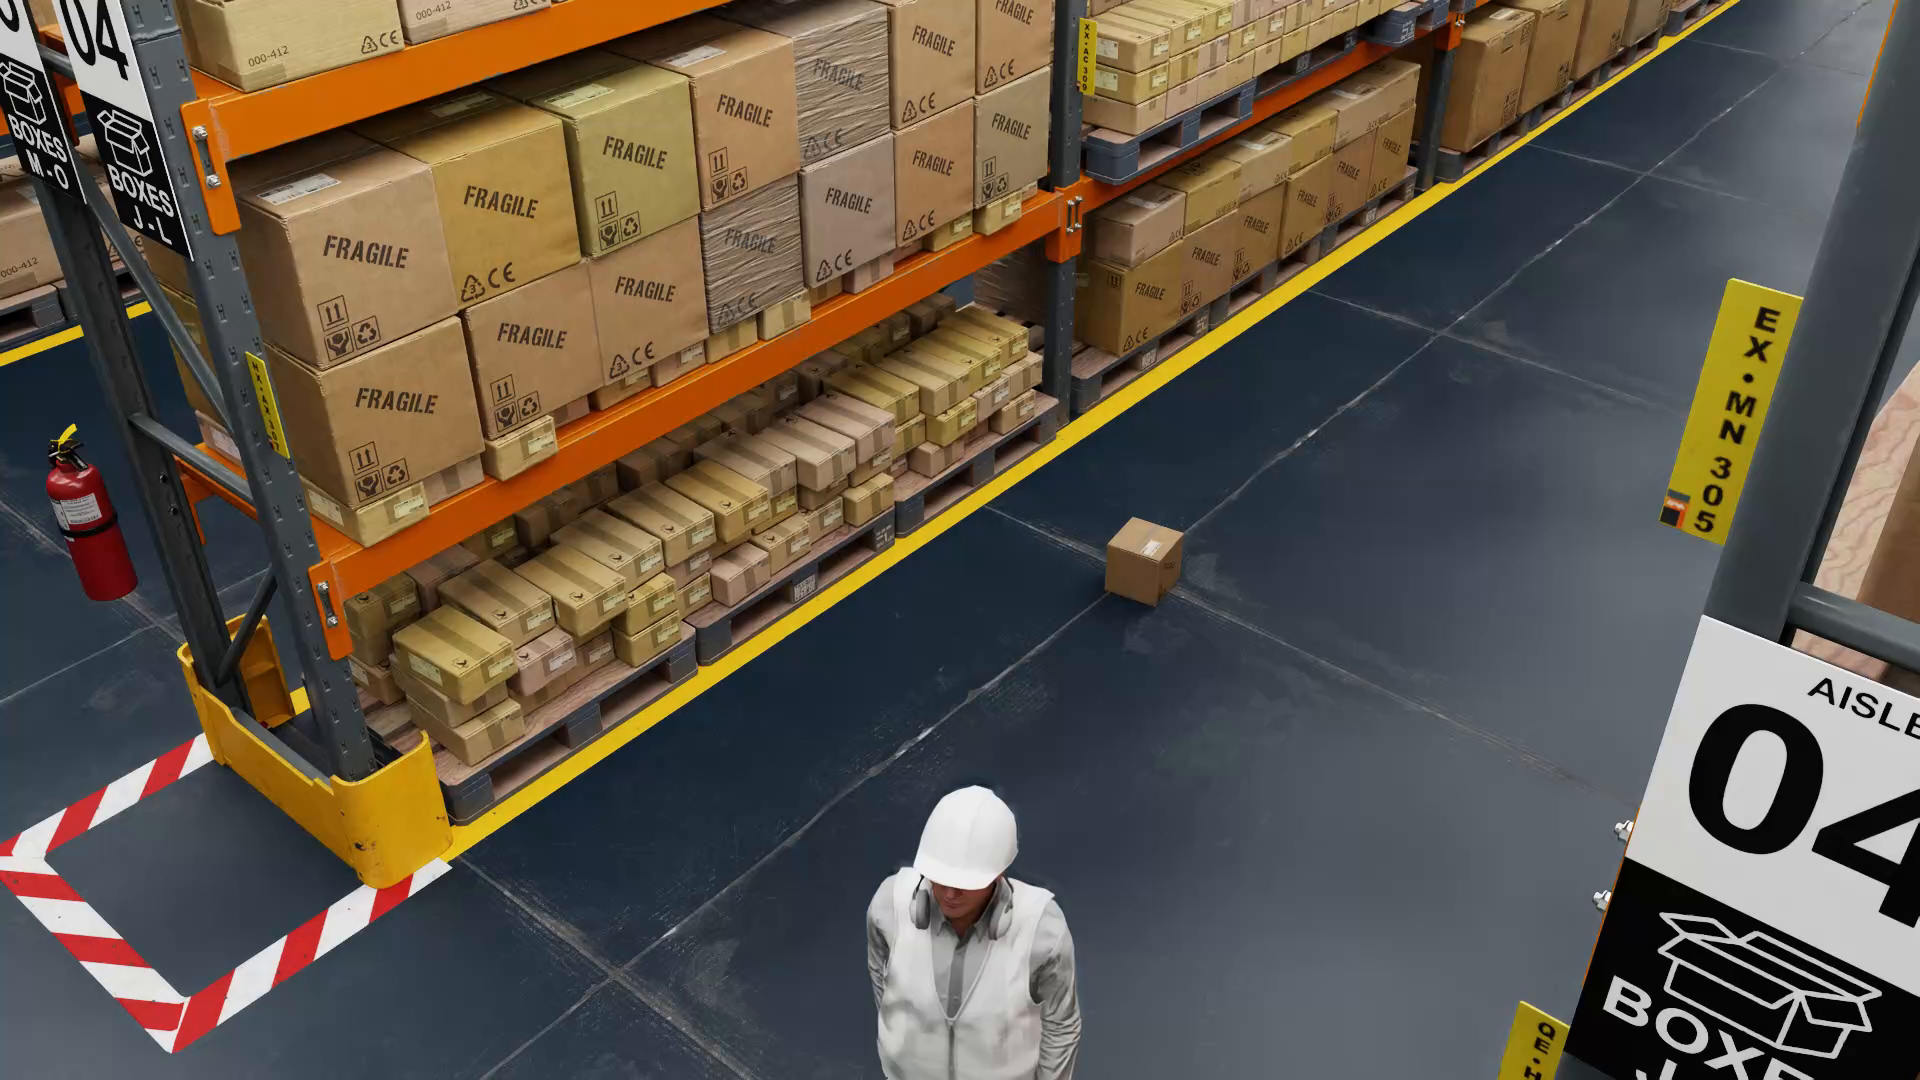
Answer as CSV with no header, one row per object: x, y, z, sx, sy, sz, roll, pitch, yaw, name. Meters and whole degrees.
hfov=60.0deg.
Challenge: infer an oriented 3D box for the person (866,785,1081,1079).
0.008,1.380,4.111,0.551,1.726,0.952,5,35,7,person
